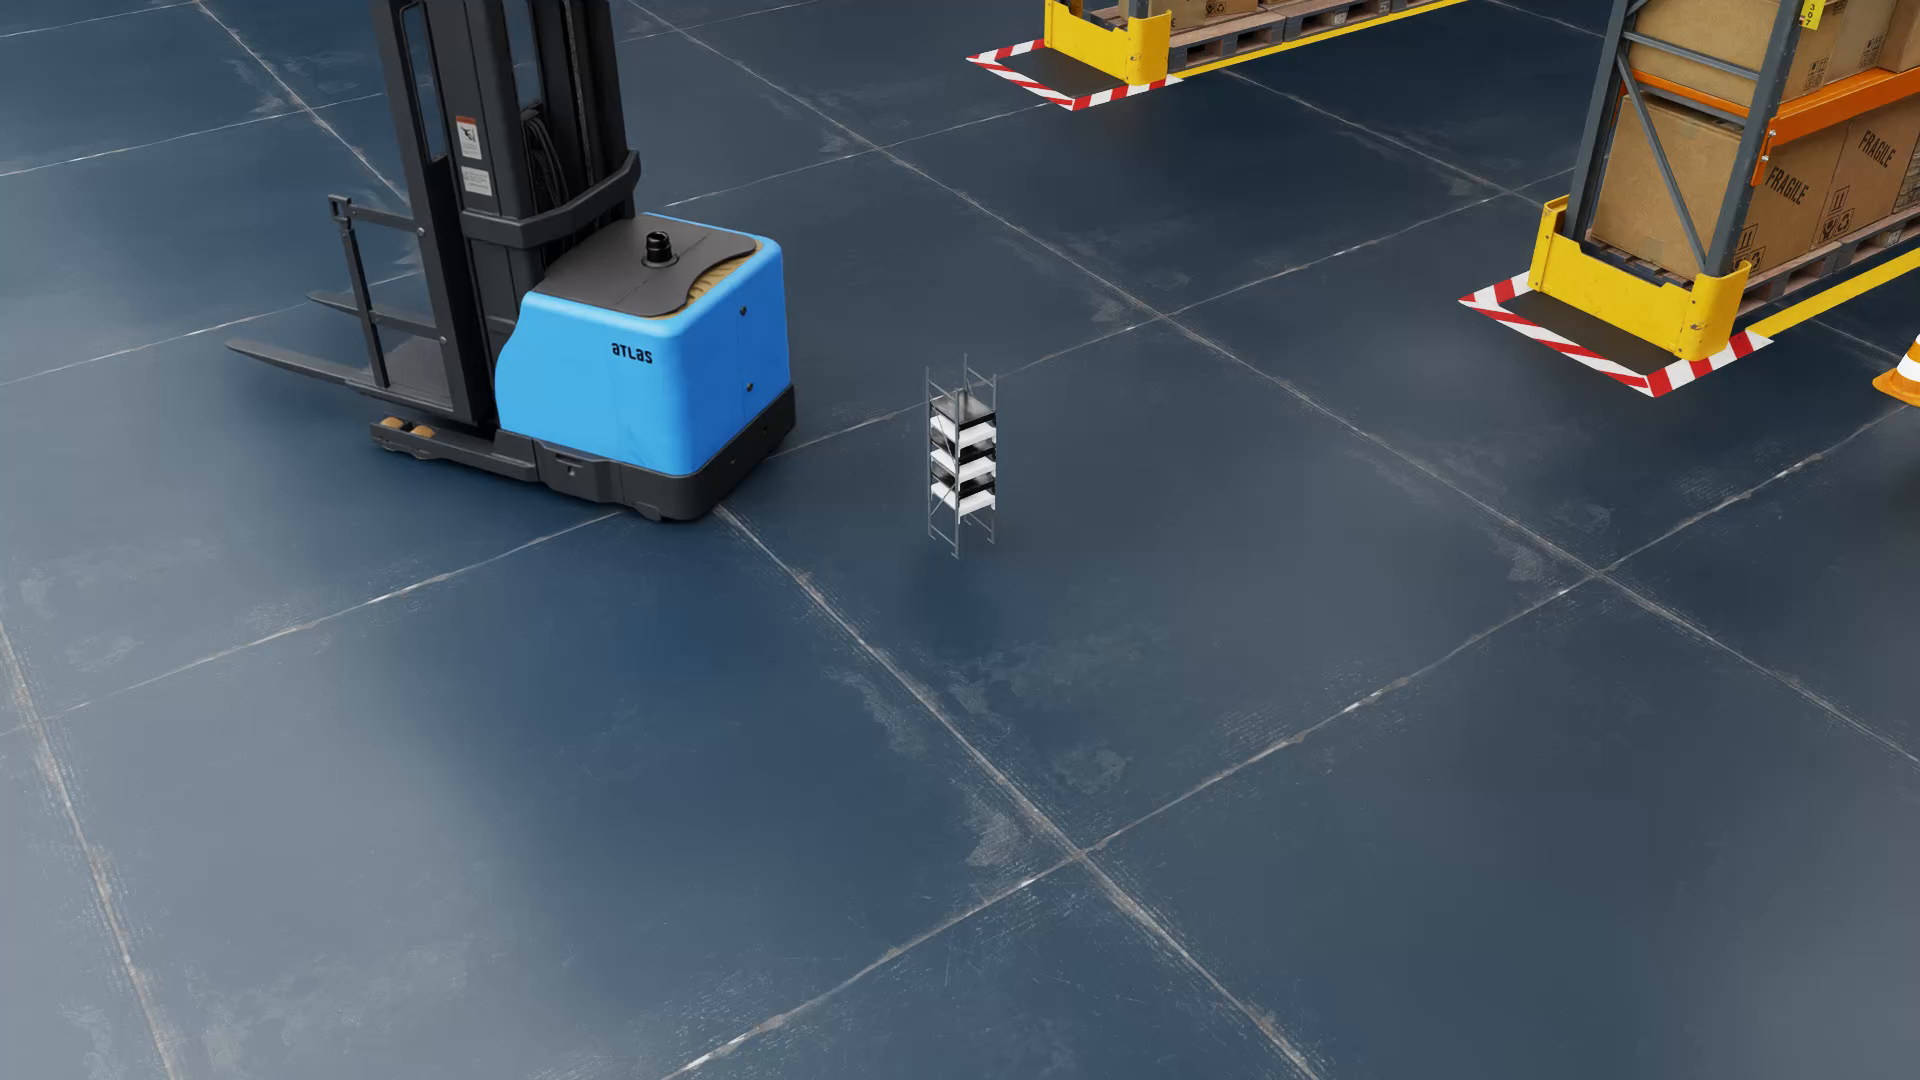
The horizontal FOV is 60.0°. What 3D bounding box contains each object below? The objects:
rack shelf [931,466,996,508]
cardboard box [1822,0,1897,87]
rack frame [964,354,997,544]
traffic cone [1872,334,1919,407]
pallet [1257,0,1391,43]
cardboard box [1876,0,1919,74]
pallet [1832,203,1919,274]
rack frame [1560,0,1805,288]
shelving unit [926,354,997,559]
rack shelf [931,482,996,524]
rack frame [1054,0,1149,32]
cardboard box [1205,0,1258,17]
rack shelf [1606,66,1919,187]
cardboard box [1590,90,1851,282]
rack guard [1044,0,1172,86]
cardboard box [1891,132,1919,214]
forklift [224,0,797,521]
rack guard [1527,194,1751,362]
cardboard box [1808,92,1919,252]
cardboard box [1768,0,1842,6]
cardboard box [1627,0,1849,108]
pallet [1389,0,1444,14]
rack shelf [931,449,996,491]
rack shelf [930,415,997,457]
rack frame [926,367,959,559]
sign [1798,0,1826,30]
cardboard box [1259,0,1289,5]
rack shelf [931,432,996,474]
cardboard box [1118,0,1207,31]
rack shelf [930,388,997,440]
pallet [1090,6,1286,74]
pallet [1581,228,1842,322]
[{"bbox_3d":[0.007,-0.268,7.563,0.200,0.077,0.258,-22,41,-28],"label":"rack shelf"},{"bbox_3d":[4.547,-2.928,9.123,0.550,0.550,0.875,-22,41,-28],"label":"cardboard box"},{"bbox_3d":[0.090,-0.402,7.539,0.006,0.900,0.240,-22,41,-28],"label":"rack frame"},{"bbox_3d":[5.085,-0.996,8.739,0.334,0.463,0.336,-22,41,-28],"label":"traffic cone"},{"bbox_3d":[2.801,-4.484,13.804,1.213,0.211,1.003,-22,41,-28],"label":"pallet"},{"bbox_3d":[5.077,-3.056,9.302,0.550,0.550,0.875,-22,41,-28],"label":"cardboard box"},{"bbox_3d":[5.438,-2.107,10.499,1.213,0.211,1.003,-22,41,-28],"label":"pallet"},{"bbox_3d":[3.833,-2.525,8.692,0.127,3.000,1.000,-22,41,-28],"label":"rack frame"},{"bbox_3d":[0.007,-0.368,7.491,0.210,0.900,0.258,-22,41,-28],"label":"shelving unit"},{"bbox_3d":[0.007,-0.195,7.616,0.200,0.077,0.258,-22,41,-28],"label":"rack shelf"},{"bbox_3d":[1.058,-4.926,12.031,0.127,3.000,1.000,-22,41,-28],"label":"rack frame"},{"bbox_3d":[2.047,-4.501,13.221,0.500,0.500,0.500,-12,37,-16],"label":"cardboard box"},{"bbox_3d":[5.467,-2.906,9.837,4.000,0.370,1.077,-22,41,-28],"label":"rack shelf"},{"bbox_3d":[4.349,-2.093,9.551,0.875,0.875,0.875,-22,41,-28],"label":"cardboard box"},{"bbox_3d":[1.120,-3.937,12.796,0.348,0.500,1.175,-22,41,-28],"label":"rack guard"},{"bbox_3d":[5.813,-2.695,10.389,0.875,0.875,0.875,-22,41,-28],"label":"cardboard box"},{"bbox_3d":[-2.391,-1.853,7.816,3.031,2.935,1.130,15,38,20],"label":"forklift"},{"bbox_3d":[3.813,-1.502,9.410,0.348,0.500,1.175,-22,41,-28],"label":"rack guard"},{"bbox_3d":[5.067,-2.390,9.963,0.875,0.875,0.875,-23,42,-29],"label":"cardboard box"},{"bbox_3d":[4.158,-3.131,8.481,0.550,0.550,0.875,-22,41,-28],"label":"cardboard box"},{"bbox_3d":[4.110,-2.732,8.852,0.550,0.550,0.875,-22,41,-28],"label":"cardboard box"},{"bbox_3d":[3.799,-4.897,14.378,1.213,0.211,1.003,-22,41,-28],"label":"pallet"},{"bbox_3d":[0.007,-0.341,7.511,0.200,0.077,0.258,-22,41,-28],"label":"rack shelf"},{"bbox_3d":[0.007,-0.487,7.405,0.200,0.077,0.258,-22,41,-28],"label":"rack shelf"},{"bbox_3d":[-0.076,-0.334,7.443,0.006,0.900,0.240,-22,41,-28],"label":"rack frame"},{"bbox_3d":[4.147,-2.642,8.045,0.005,0.325,0.100,-22,41,-28],"label":"sign"},{"bbox_3d":[2.570,-4.703,13.501,0.500,0.500,0.500,-18,40,-24],"label":"cardboard box"},{"bbox_3d":[0.007,-0.414,7.458,0.200,0.077,0.258,-22,41,-28],"label":"rack shelf"},{"bbox_3d":[1.578,-4.284,12.919,0.500,0.500,0.500,-15,38,-20],"label":"cardboard box"},{"bbox_3d":[0.007,-0.560,7.353,0.200,0.077,0.258,-22,41,-28],"label":"rack shelf"},{"bbox_3d":[1.805,-4.076,13.237,1.213,0.211,1.003,-22,41,-28],"label":"pallet"},{"bbox_3d":[4.441,-1.699,9.932,1.213,0.211,1.003,-22,41,-28],"label":"pallet"}]
